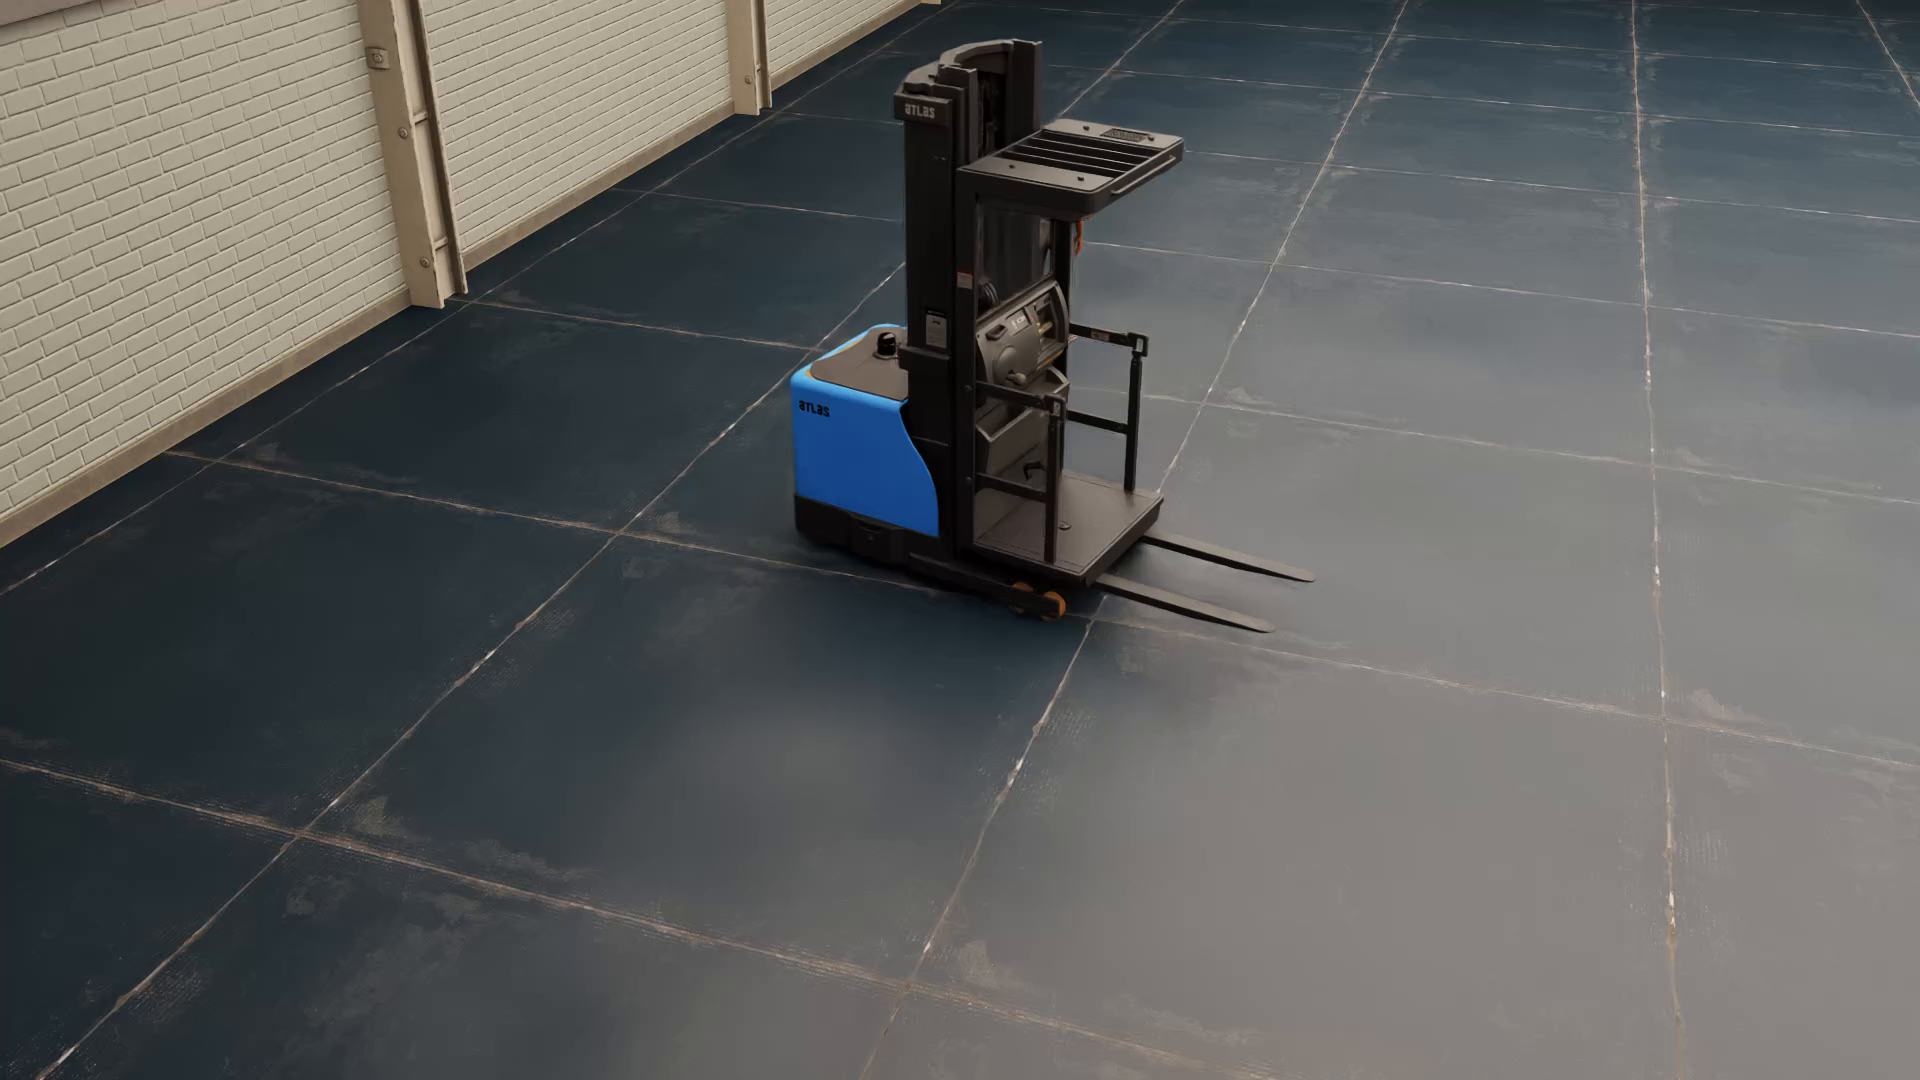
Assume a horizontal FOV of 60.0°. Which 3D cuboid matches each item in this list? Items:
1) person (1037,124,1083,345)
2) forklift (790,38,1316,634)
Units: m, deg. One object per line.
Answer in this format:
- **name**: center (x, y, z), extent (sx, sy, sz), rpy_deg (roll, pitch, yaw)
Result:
- **person**: center (0.672, -2.273, 12.428), extent (0.503, 1.662, 0.375), rpy_deg (6, 30, 11)
- **forklift**: center (0.524, -1.118, 9.098), extent (3.031, 2.935, 1.130), rpy_deg (17, 34, 27)
